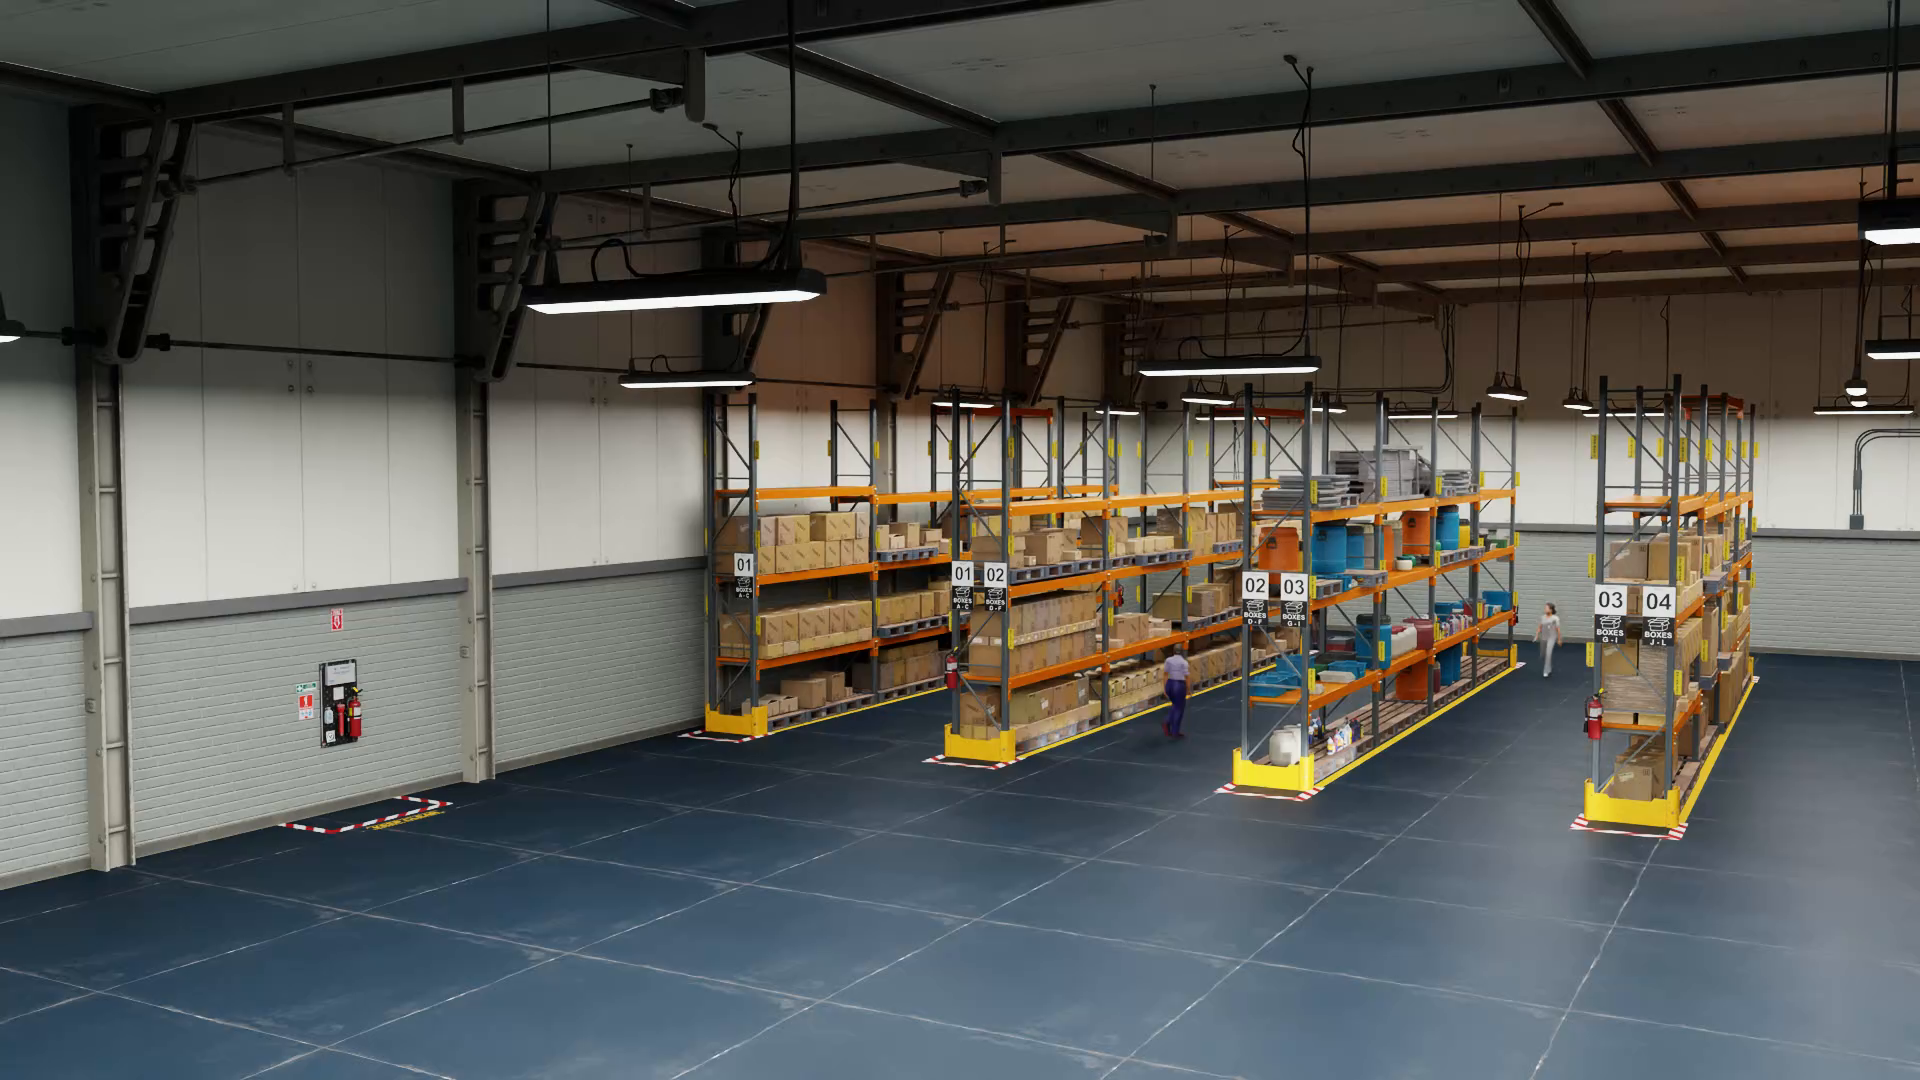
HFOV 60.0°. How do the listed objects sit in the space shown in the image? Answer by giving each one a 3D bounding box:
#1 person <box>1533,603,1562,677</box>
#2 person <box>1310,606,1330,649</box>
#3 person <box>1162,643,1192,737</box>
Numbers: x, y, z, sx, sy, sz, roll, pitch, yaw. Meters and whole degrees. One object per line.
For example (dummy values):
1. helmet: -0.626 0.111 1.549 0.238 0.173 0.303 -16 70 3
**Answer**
1. person: 13.032 2.204 36.841 0.582 1.605 0.954 2 4 30
2. person: 8.993 1.902 41.733 0.560 1.735 0.541 1 3 21
3. person: 3.783 2.611 28.864 0.454 1.647 0.482 -2 3 -26
